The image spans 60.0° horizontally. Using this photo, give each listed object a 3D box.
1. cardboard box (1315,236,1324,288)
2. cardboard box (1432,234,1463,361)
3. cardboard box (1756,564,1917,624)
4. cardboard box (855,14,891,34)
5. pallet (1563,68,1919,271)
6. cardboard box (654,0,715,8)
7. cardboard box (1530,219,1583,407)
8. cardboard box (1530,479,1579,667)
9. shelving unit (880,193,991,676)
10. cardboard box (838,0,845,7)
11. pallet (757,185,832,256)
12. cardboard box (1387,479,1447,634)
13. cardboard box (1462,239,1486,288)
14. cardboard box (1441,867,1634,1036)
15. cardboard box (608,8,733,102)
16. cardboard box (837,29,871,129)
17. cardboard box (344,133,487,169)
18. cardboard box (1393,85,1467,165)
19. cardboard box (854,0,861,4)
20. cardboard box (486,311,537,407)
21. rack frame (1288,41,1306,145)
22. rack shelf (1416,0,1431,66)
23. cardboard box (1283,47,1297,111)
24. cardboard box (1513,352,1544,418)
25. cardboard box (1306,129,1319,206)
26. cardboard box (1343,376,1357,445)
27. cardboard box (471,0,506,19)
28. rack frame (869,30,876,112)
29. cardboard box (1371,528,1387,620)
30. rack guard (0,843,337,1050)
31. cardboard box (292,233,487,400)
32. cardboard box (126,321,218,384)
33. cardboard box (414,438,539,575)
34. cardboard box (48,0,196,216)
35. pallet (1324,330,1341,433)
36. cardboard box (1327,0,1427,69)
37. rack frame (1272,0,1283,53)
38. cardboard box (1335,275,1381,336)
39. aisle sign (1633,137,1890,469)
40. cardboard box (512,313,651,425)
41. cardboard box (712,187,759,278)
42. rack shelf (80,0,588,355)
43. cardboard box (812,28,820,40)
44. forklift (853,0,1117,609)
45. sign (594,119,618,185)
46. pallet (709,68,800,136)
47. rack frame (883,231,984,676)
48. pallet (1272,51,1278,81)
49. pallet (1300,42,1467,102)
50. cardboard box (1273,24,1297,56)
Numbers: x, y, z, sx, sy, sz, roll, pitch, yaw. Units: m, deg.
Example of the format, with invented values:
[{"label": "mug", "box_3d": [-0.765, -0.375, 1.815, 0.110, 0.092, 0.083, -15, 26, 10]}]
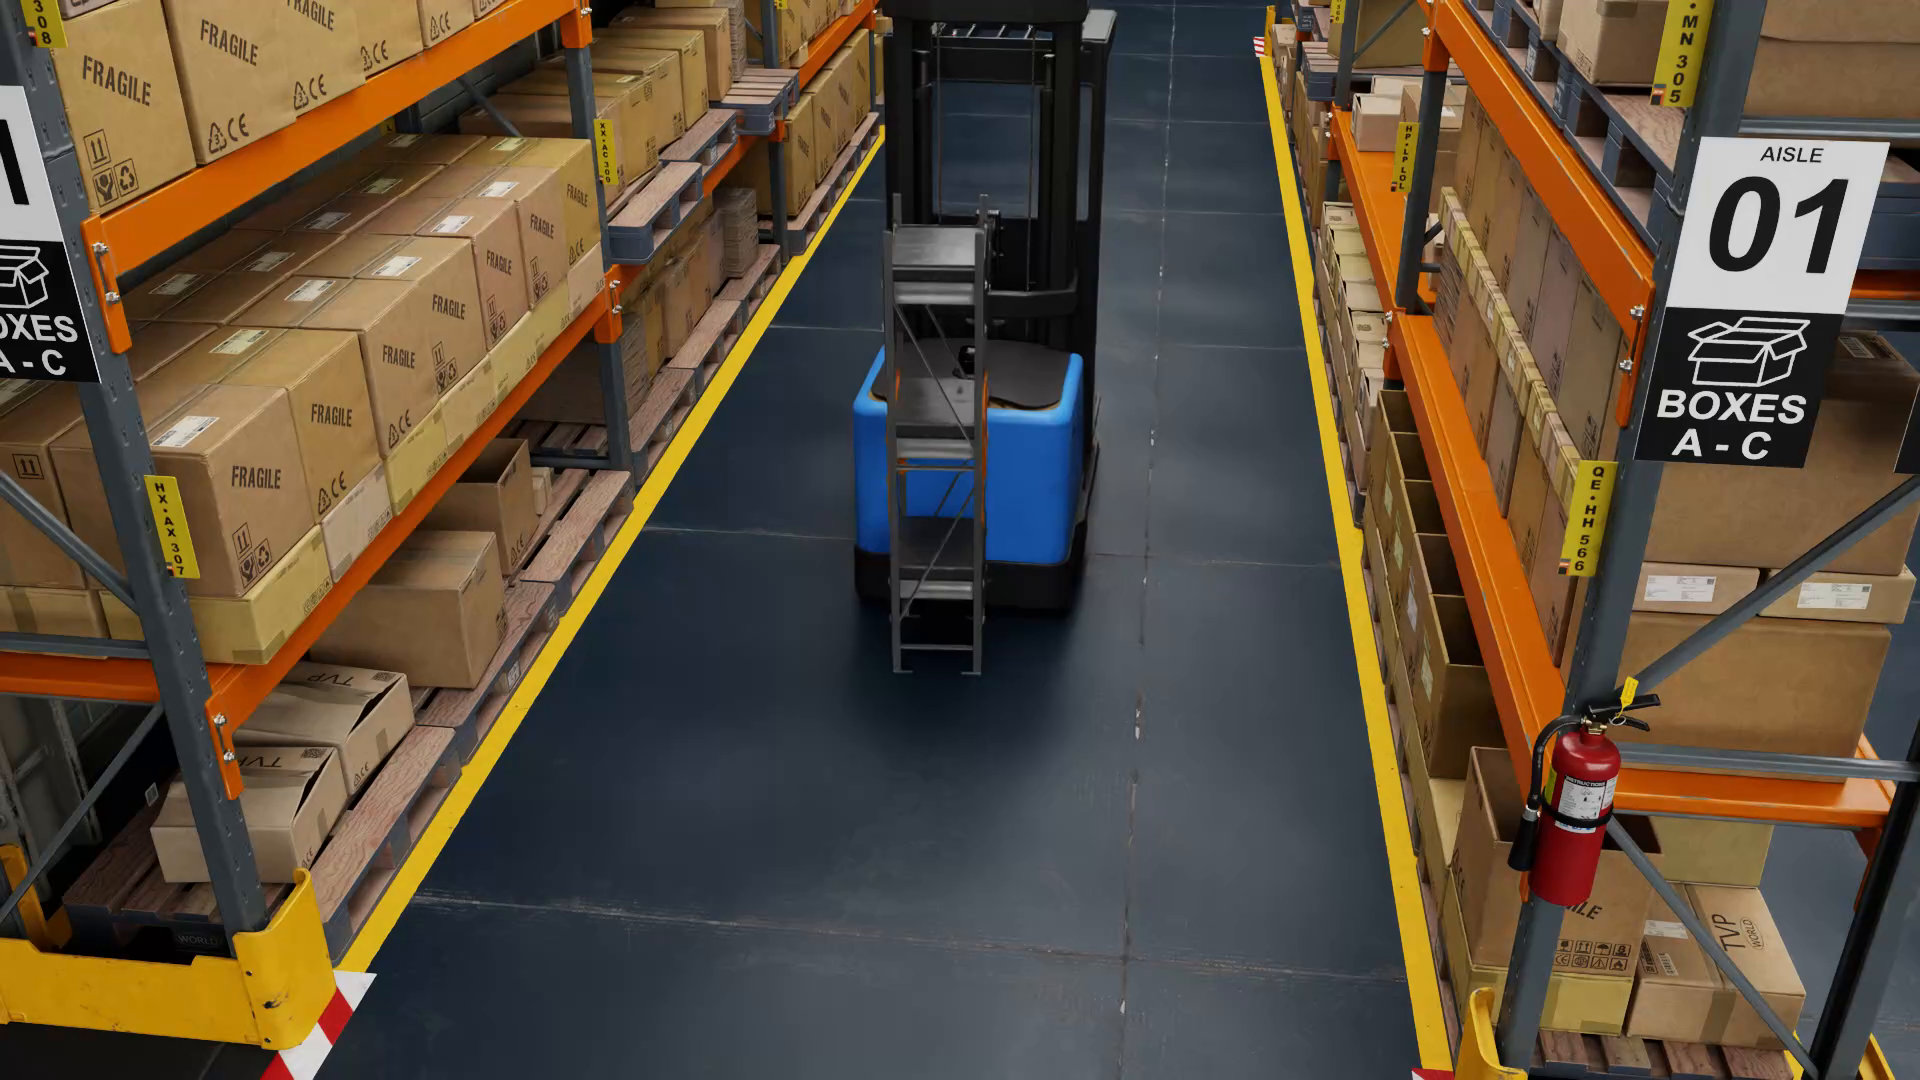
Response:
[{"label": "cardboard box", "box_3d": [2.754, -1.910, 11.589, 0.500, 0.250, 0.500, 3, 28, 6]}, {"label": "cardboard box", "box_3d": [2.572, -1.117, 7.556, 0.700, 0.500, 0.500, 3, 28, 5]}, {"label": "cardboard box", "box_3d": [2.392, 0.099, 4.615, 0.380, 0.149, 0.250, 3, 28, 6]}, {"label": "cardboard box", "box_3d": [-0.900, -5.201, 16.750, 0.380, 0.149, 0.250, 4, 29, 8]}, {"label": "pallet", "box_3d": [2.242, -1.012, 4.397, 1.003, 0.211, 1.213, 3, 28, 6]}, {"label": "cardboard box", "box_3d": [-1.844, -3.658, 11.124, 0.380, 0.149, 0.250, -1, 28, -2]}, {"label": "cardboard box", "box_3d": [2.326, -0.744, 5.495, 0.700, 0.500, 0.500, 3, 29, 6]}, {"label": "cardboard box", "box_3d": [2.259, 0.090, 5.315, 0.700, 0.500, 0.500, 4, 29, 8]}, {"label": "shelving unit", "box_3d": [-0.094, -0.422, 7.310, 0.431, 2.100, 0.503, 1, 29, 2]}, {"label": "cardboard box", "box_3d": [-1.246, -4.809, 14.074, 0.500, 0.500, 0.500, 3, 29, 6]}, {"label": "pallet", "box_3d": [-1.635, -2.590, 13.336, 1.003, 0.211, 1.213, 3, 28, 6]}, {"label": "cardboard box", "box_3d": [2.130, 0.084, 7.097, 0.500, 0.500, 0.500, 3, 28, 6]}, {"label": "cardboard box", "box_3d": [2.303, -1.133, 6.902, 0.380, 0.149, 0.250, 3, 28, 6]}, {"label": "cardboard box", "box_3d": [1.902, 1.357, 5.526, 0.500, 0.250, 0.500, 3, 28, 6]}, {"label": "cardboard box", "box_3d": [-1.896, -3.203, 10.963, 0.700, 0.500, 0.500, 1, 28, 1]}, {"label": "cardboard box", "box_3d": [-1.267, -4.259, 15.317, 0.750, 0.750, 0.750, 4, 29, 7]}, {"label": "cardboard box", "box_3d": [-2.562, -1.632, 7.964, 0.500, 0.500, 0.500, 3, 28, 5]}, {"label": "cardboard box", "box_3d": [2.921, -2.418, 9.971, 0.500, 0.500, 0.500, 2, 28, 3]}, {"label": "cardboard box", "box_3d": [-1.085, -4.937, 14.995, 0.380, 0.149, 0.250, 4, 29, 7]}, {"label": "cardboard box", "box_3d": [-2.170, -0.799, 7.208, 0.500, 0.250, 0.500, 3, 28, 6]}, {"label": "rack frame", "box_3d": [3.600, -5.048, 14.958, 1.000, 3.000, 0.127, 3, 28, 6]}, {"label": "rack shelf", "box_3d": [2.865, -3.228, 9.174, 1.077, 0.370, 4.000, 3, 28, 6]}, {"label": "cardboard box", "box_3d": [3.388, -4.426, 15.975, 0.500, 0.500, 0.500, 3, 28, 6]}, {"label": "cardboard box", "box_3d": [2.145, -0.530, 5.781, 0.380, 0.149, 0.250, 4, 29, 8]}, {"label": "cardboard box", "box_3d": [3.055, -2.956, 13.246, 0.500, 0.500, 0.500, 2, 28, 4]}, {"label": "cardboard box", "box_3d": [2.447, -0.707, 9.356, 0.500, 0.250, 0.500, 3, 28, 5]}, {"label": "cardboard box", "box_3d": [-2.188, -2.452, 6.851, 0.500, 0.500, 0.500, 1, 28, 2]}, {"label": "rack frame", "box_3d": [-1.317, -5.334, 15.489, 1.000, 3.000, 0.127, 3, 28, 6]}, {"label": "cardboard box", "box_3d": [2.196, 0.179, 7.711, 0.500, 0.250, 0.500, 3, 28, 6]}, {"label": "rack guard", "box_3d": [-2.778, 1.379, 5.663, 1.175, 0.500, 0.348, 3, 28, 6]}, {"label": "cardboard box", "box_3d": [-2.239, -0.884, 6.575, 0.500, 0.500, 0.500, 4, 29, 8]}, {"label": "cardboard box", "box_3d": [-2.869, -0.429, 5.730, 0.500, 0.500, 0.500, 4, 29, 7]}, {"label": "cardboard box", "box_3d": [-2.384, -0.171, 8.076, 0.500, 0.500, 0.500, 1, 28, 2]}, {"label": "cardboard box", "box_3d": [-2.498, -1.202, 4.529, 0.500, 0.500, 0.500, 4, 29, 8]}, {"label": "pallet", "box_3d": [2.818, -0.980, 10.346, 1.003, 0.211, 1.213, 3, 28, 6]}, {"label": "cardboard box", "box_3d": [3.075, -3.697, 11.902, 0.700, 0.500, 0.500, -6, 29, -11]}, {"label": "rack frame", "box_3d": [4.090, -6.931, 18.453, 1.000, 3.000, 0.127, 3, 28, 6]}, {"label": "cardboard box", "box_3d": [2.571, -1.427, 10.102, 0.500, 0.311, 0.500, 3, 28, 6]}, {"label": "aisle sign", "box_3d": [1.830, -0.530, 3.830, 0.394, 0.787, 0.004, 3, 28, 6]}, {"label": "cardboard box", "box_3d": [-2.223, -1.009, 9.632, 0.700, 0.500, 0.500, 4, 29, 8]}, {"label": "cardboard box", "box_3d": [-1.843, -2.203, 11.848, 0.700, 0.500, 0.500, 4, 29, 7]}, {"label": "rack shelf", "box_3d": [-2.542, -1.631, 6.211, 1.077, 0.370, 4.000, 3, 28, 6]}, {"label": "cardboard box", "box_3d": [-1.359, -4.214, 13.653, 0.380, 0.149, 0.250, 4, 29, 6]}, {"label": "forklift", "box_3d": [0.206, -1.635, 8.694, 1.130, 2.935, 3.031, 4, 29, 7]}, {"label": "sign", "box_3d": [-1.758, -1.922, 8.242, 0.100, 0.325, 0.005, 3, 28, 6]}, {"label": "pallet", "box_3d": [-1.788, -3.025, 11.405, 1.213, 0.211, 1.003, 3, 28, 6]}, {"label": "rack frame", "box_3d": [-0.105, -0.303, 7.098, 0.400, 2.100, 0.015, 1, 29, 2]}, {"label": "pallet", "box_3d": [3.984, -5.292, 18.351, 1.003, 0.211, 1.213, 3, 28, 6]}, {"label": "pallet", "box_3d": [3.123, -3.404, 12.108, 1.213, 0.211, 1.003, 3, 28, 6]}, {"label": "cardboard box", "box_3d": [3.681, -5.439, 18.119, 0.500, 0.250, 0.500, 3, 28, 6]}]
